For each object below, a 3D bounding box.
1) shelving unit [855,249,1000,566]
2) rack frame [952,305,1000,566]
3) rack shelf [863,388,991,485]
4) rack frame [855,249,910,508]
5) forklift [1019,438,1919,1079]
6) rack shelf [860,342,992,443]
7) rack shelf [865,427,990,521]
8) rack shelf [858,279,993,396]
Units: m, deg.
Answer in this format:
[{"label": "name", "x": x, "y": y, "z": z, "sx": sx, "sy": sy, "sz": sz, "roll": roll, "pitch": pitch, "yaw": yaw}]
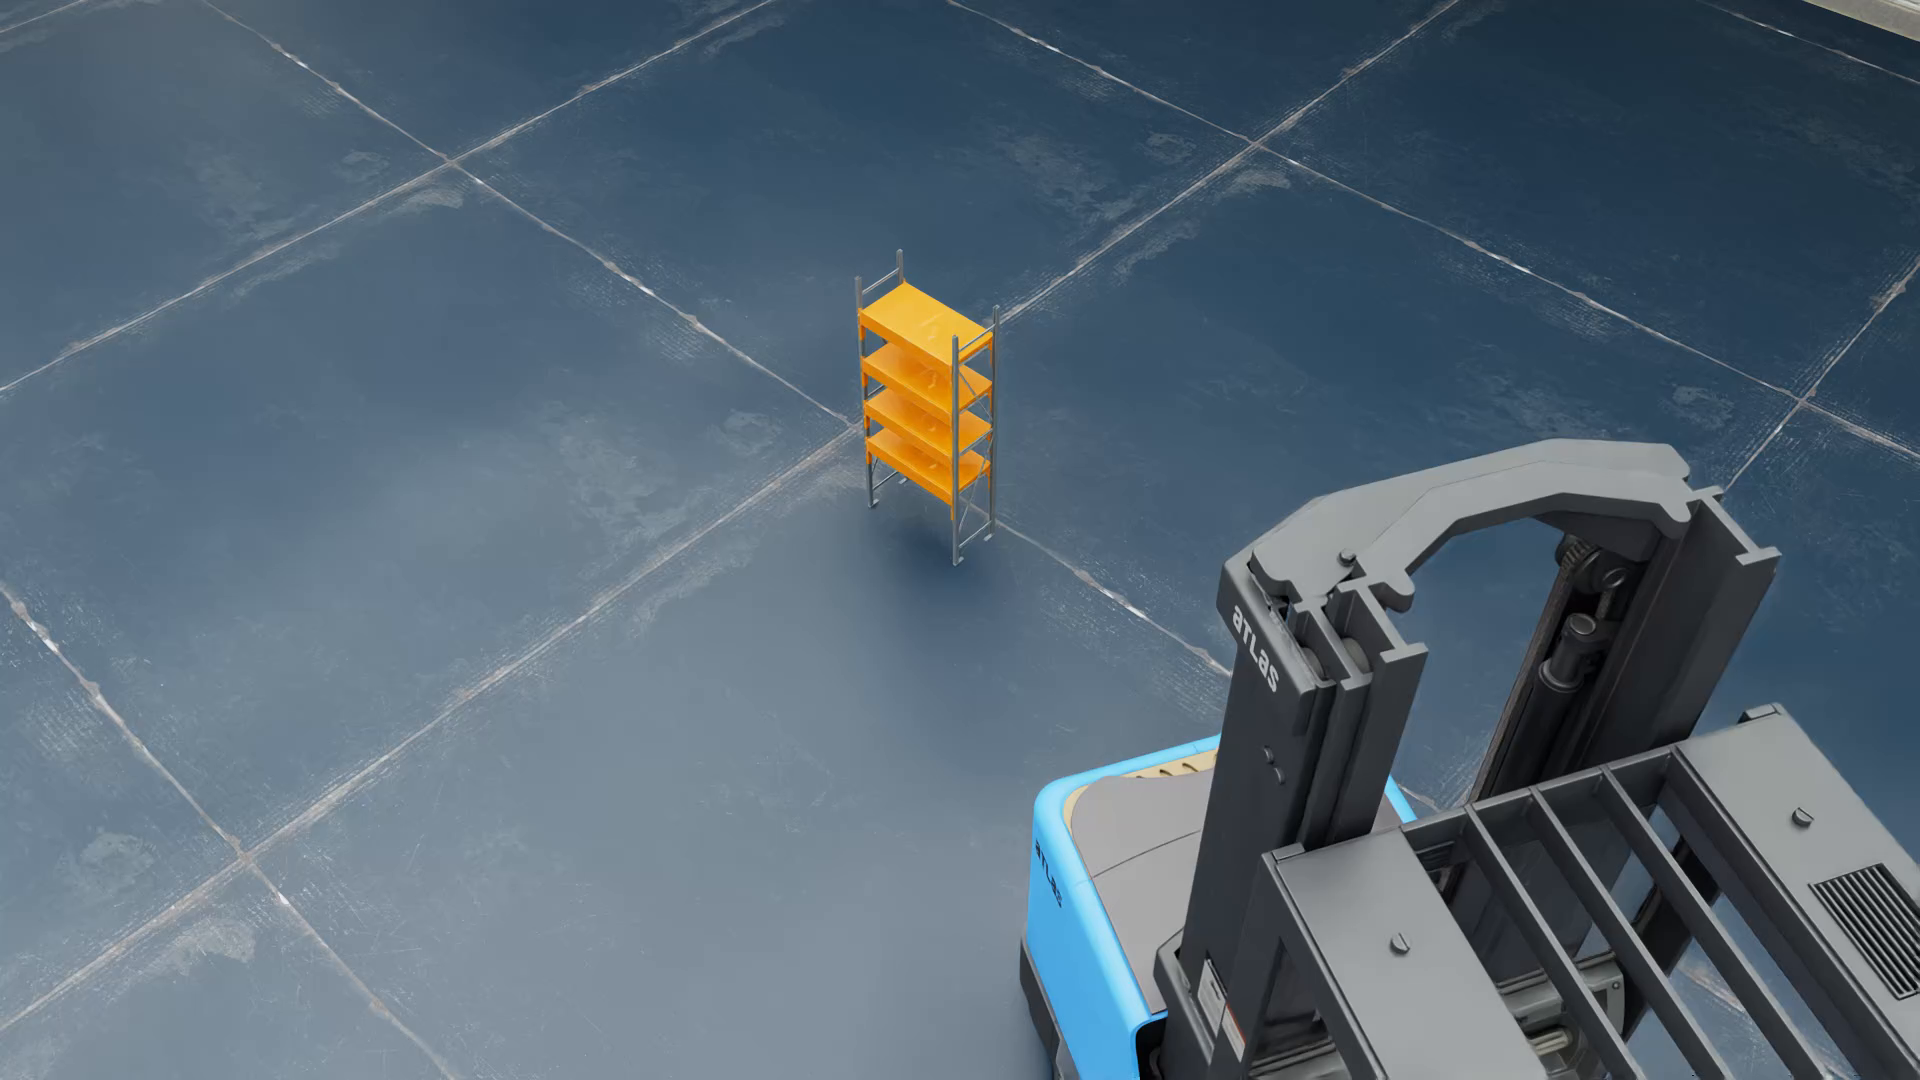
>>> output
[{"label": "shelving unit", "x": -0.122, "y": -0.493, "z": 6.498, "sx": 0.503, "sy": 1.200, "sz": 0.258, "roll": 34, "pitch": 55, "yaw": 28}, {"label": "rack frame", "x": 0.058, "y": -0.372, "z": 6.385, "sx": 0.015, "sy": 1.200, "sz": 0.240, "roll": 34, "pitch": 55, "yaw": 28}, {"label": "rack shelf", "x": -0.122, "y": -0.446, "z": 6.547, "sx": 0.480, "sy": 0.148, "sz": 0.258, "roll": 34, "pitch": 55, "yaw": 28}, {"label": "rack frame", "x": -0.301, "y": -0.613, "z": 6.611, "sx": 0.015, "sy": 1.200, "sz": 0.240, "roll": 34, "pitch": 55, "yaw": 28}, {"label": "forklift", "x": 1.140, "y": 1.343, "z": 3.587, "sx": 1.130, "sy": 2.935, "sz": 3.031, "roll": -14, "pitch": 48, "yaw": -12}, {"label": "rack shelf", "x": -0.122, "y": -0.600, "z": 6.384, "sx": 0.480, "sy": 0.148, "sz": 0.258, "roll": 34, "pitch": 55, "yaw": 28}, {"label": "rack shelf", "x": -0.122, "y": -0.311, "z": 6.692, "sx": 0.480, "sy": 0.148, "sz": 0.258, "roll": 34, "pitch": 55, "yaw": 28}, {"label": "rack shelf", "x": -0.122, "y": -0.762, "z": 6.211, "sx": 0.480, "sy": 0.148, "sz": 0.258, "roll": 34, "pitch": 55, "yaw": 28}]
